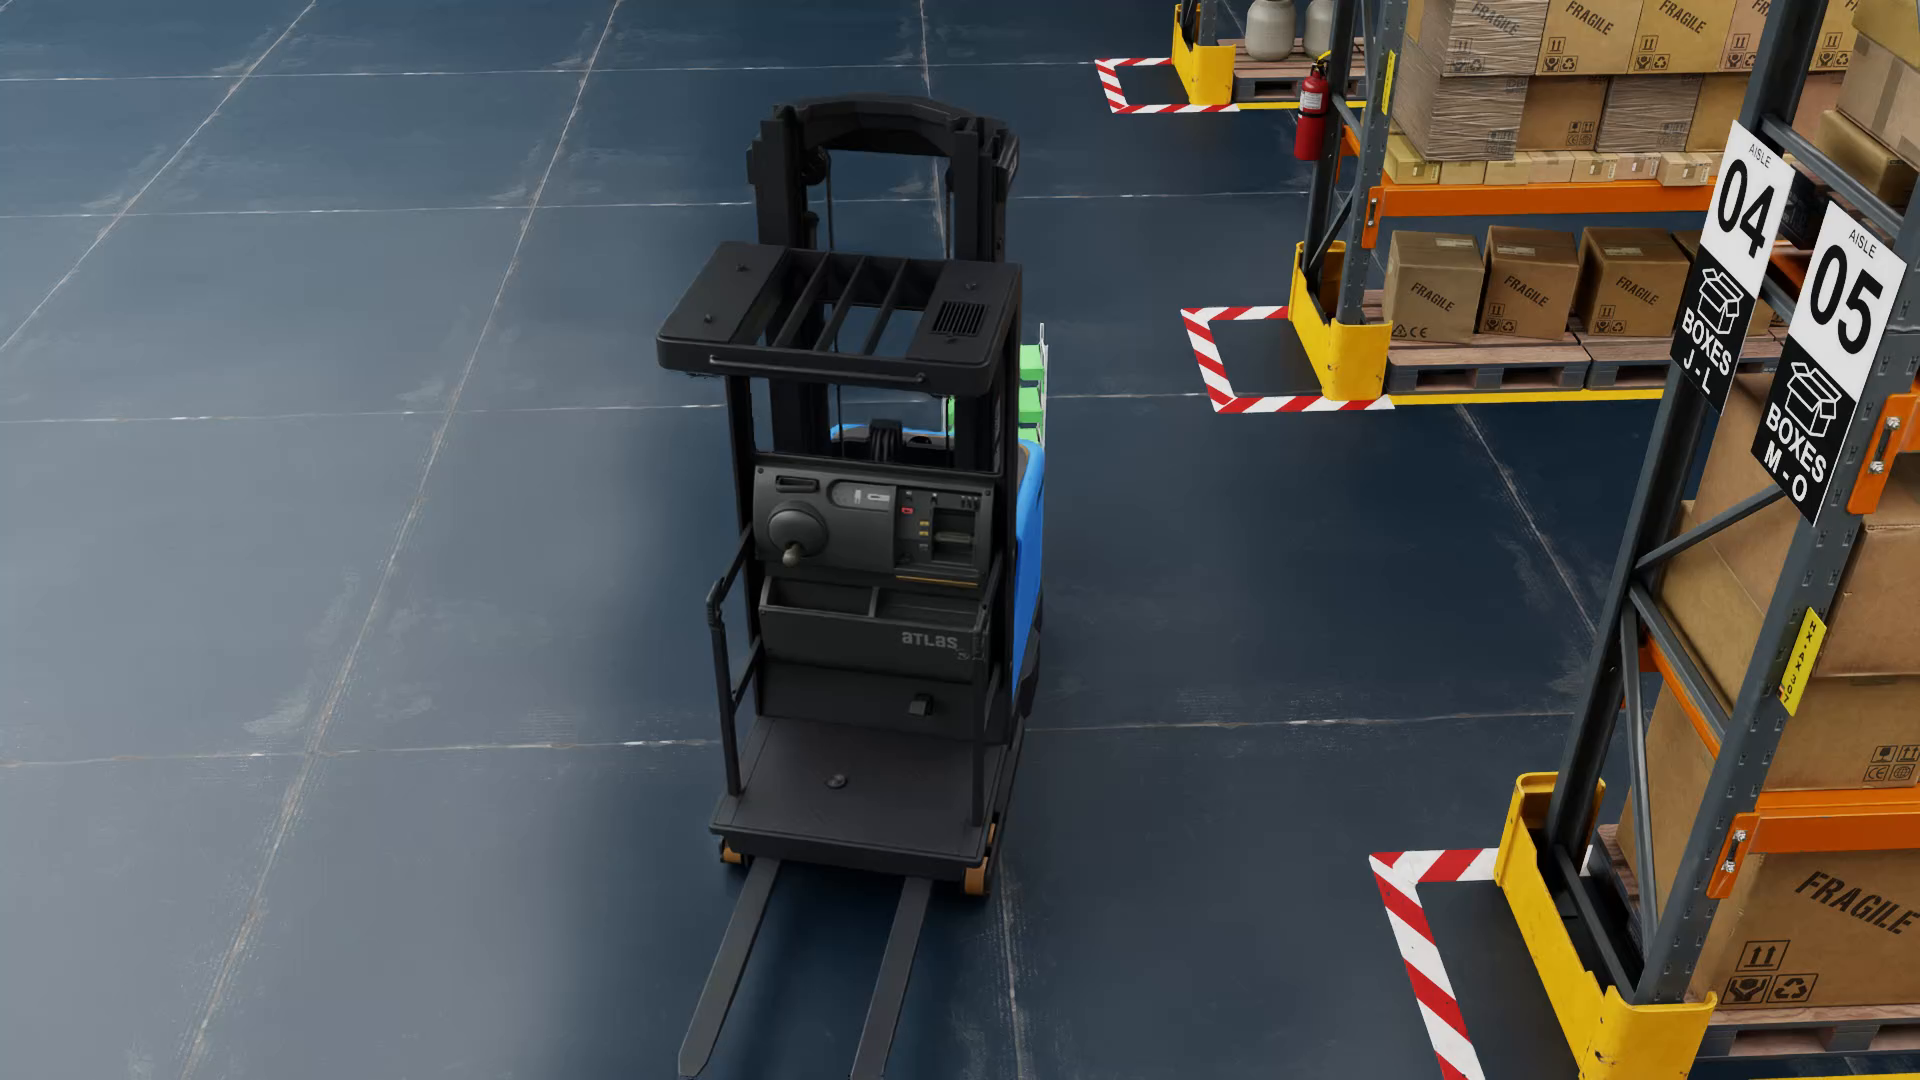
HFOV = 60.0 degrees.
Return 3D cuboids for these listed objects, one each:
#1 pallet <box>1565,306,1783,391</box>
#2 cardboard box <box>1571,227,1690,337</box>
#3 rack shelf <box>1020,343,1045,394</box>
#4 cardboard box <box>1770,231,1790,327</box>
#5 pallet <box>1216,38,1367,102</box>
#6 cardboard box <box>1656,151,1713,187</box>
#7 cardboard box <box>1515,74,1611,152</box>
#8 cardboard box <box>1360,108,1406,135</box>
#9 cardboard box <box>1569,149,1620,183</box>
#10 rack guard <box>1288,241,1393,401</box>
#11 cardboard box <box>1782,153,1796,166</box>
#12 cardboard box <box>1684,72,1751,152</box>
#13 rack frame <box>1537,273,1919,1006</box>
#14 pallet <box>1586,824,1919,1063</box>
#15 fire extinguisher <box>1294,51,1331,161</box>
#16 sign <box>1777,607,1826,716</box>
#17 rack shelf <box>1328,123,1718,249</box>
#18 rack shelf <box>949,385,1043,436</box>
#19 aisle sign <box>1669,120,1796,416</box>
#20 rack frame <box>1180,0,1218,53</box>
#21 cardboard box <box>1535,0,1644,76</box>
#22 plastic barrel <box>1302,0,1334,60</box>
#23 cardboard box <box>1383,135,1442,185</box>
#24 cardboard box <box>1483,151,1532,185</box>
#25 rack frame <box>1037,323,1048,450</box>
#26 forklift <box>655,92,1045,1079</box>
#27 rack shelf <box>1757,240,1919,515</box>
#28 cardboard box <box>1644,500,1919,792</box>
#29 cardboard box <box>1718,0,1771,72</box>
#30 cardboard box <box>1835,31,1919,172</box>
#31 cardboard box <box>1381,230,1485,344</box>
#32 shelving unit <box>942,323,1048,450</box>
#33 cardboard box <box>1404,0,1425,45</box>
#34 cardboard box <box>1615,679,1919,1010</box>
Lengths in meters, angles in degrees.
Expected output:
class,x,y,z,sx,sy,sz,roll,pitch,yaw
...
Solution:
class,x,y,z,sx,sy,sz,roll,pitch,yaw
pallet,4.366,-1.286,10.423,1.213,0.211,1.003,-2,35,-2
cardboard box,4.108,-1.591,10.241,0.500,0.500,0.500,2,35,2
rack shelf,0.165,-0.840,8.178,0.480,0.148,0.258,-2,35,-2
cardboard box,5.284,-1.642,10.315,0.500,0.500,0.500,9,36,13
pallet,2.912,-4.114,14.509,1.213,0.211,1.003,-2,35,-2
cardboard box,4.060,-2.152,9.444,0.250,0.149,0.380,-2,35,-2
cardboard box,3.306,-2.642,9.582,0.500,0.500,0.875,-2,35,-2
cardboard box,2.536,-2.419,9.831,0.250,0.149,0.380,-2,35,-2
cardboard box,3.557,-2.182,9.487,0.250,0.149,0.380,-2,35,-2
rack guard,2.337,-1.372,10.293,0.348,0.500,1.175,-2,35,-2
cardboard box,4.557,-2.197,9.510,0.250,0.149,0.380,-2,35,-2
cardboard box,4.307,-2.638,9.576,0.500,0.500,0.875,-2,35,-2
rack frame,2.395,0.425,5.501,0.127,3.000,1.000,-2,35,-2
pallet,3.190,1.505,6.390,1.213,0.211,1.003,-2,35,-2
fire extinguisher,2.125,-2.625,9.975,0.183,0.674,0.296,-2,35,-2
sign,2.416,0.352,4.776,0.005,0.325,0.100,-2,35,-2
rack shelf,4.259,-2.156,9.861,4.000,0.370,1.077,-2,35,-2
rack shelf,0.165,-0.643,8.315,0.480,0.148,0.258,-2,35,-2
aisle sign,2.310,-0.813,5.005,0.004,0.787,0.394,-2,35,-2
rack frame,2.027,-5.213,13.647,0.127,3.000,1.000,-2,35,-2
cardboard box,3.323,-2.842,8.992,0.500,0.500,0.500,-2,35,-2
plastic barrel,3.181,-4.437,14.343,0.421,0.512,0.421,0,35,0
cardboard box,2.557,-2.167,9.465,0.250,0.149,0.380,-2,35,-2
cardboard box,3.058,-2.161,9.457,0.250,0.149,0.380,-2,35,-2
rack frame,0.409,-0.504,8.424,0.015,1.200,0.240,-2,35,-2
forklift,-0.370,-0.002,6.177,1.130,2.935,3.031,6,35,8
rack shelf,4.393,-0.567,4.930,4.000,0.370,1.077,-2,35,-2
cardboard box,2.764,0.327,5.510,0.550,0.550,0.875,-2,35,-2
cardboard box,4.322,-2.873,9.037,0.500,0.500,0.500,-2,35,-2
cardboard box,2.871,-1.255,4.706,0.500,0.250,0.500,-1,35,-2
cardboard box,2.886,-1.550,10.181,0.500,0.500,0.500,5,35,7
shelving unit,0.165,-0.498,8.415,0.503,1.200,0.258,-2,35,-2
cardboard box,2.799,-3.128,9.405,0.500,0.500,0.500,-2,35,-2
cardboard box,3.070,1.070,6.067,0.875,0.875,0.875,-1,35,-2
